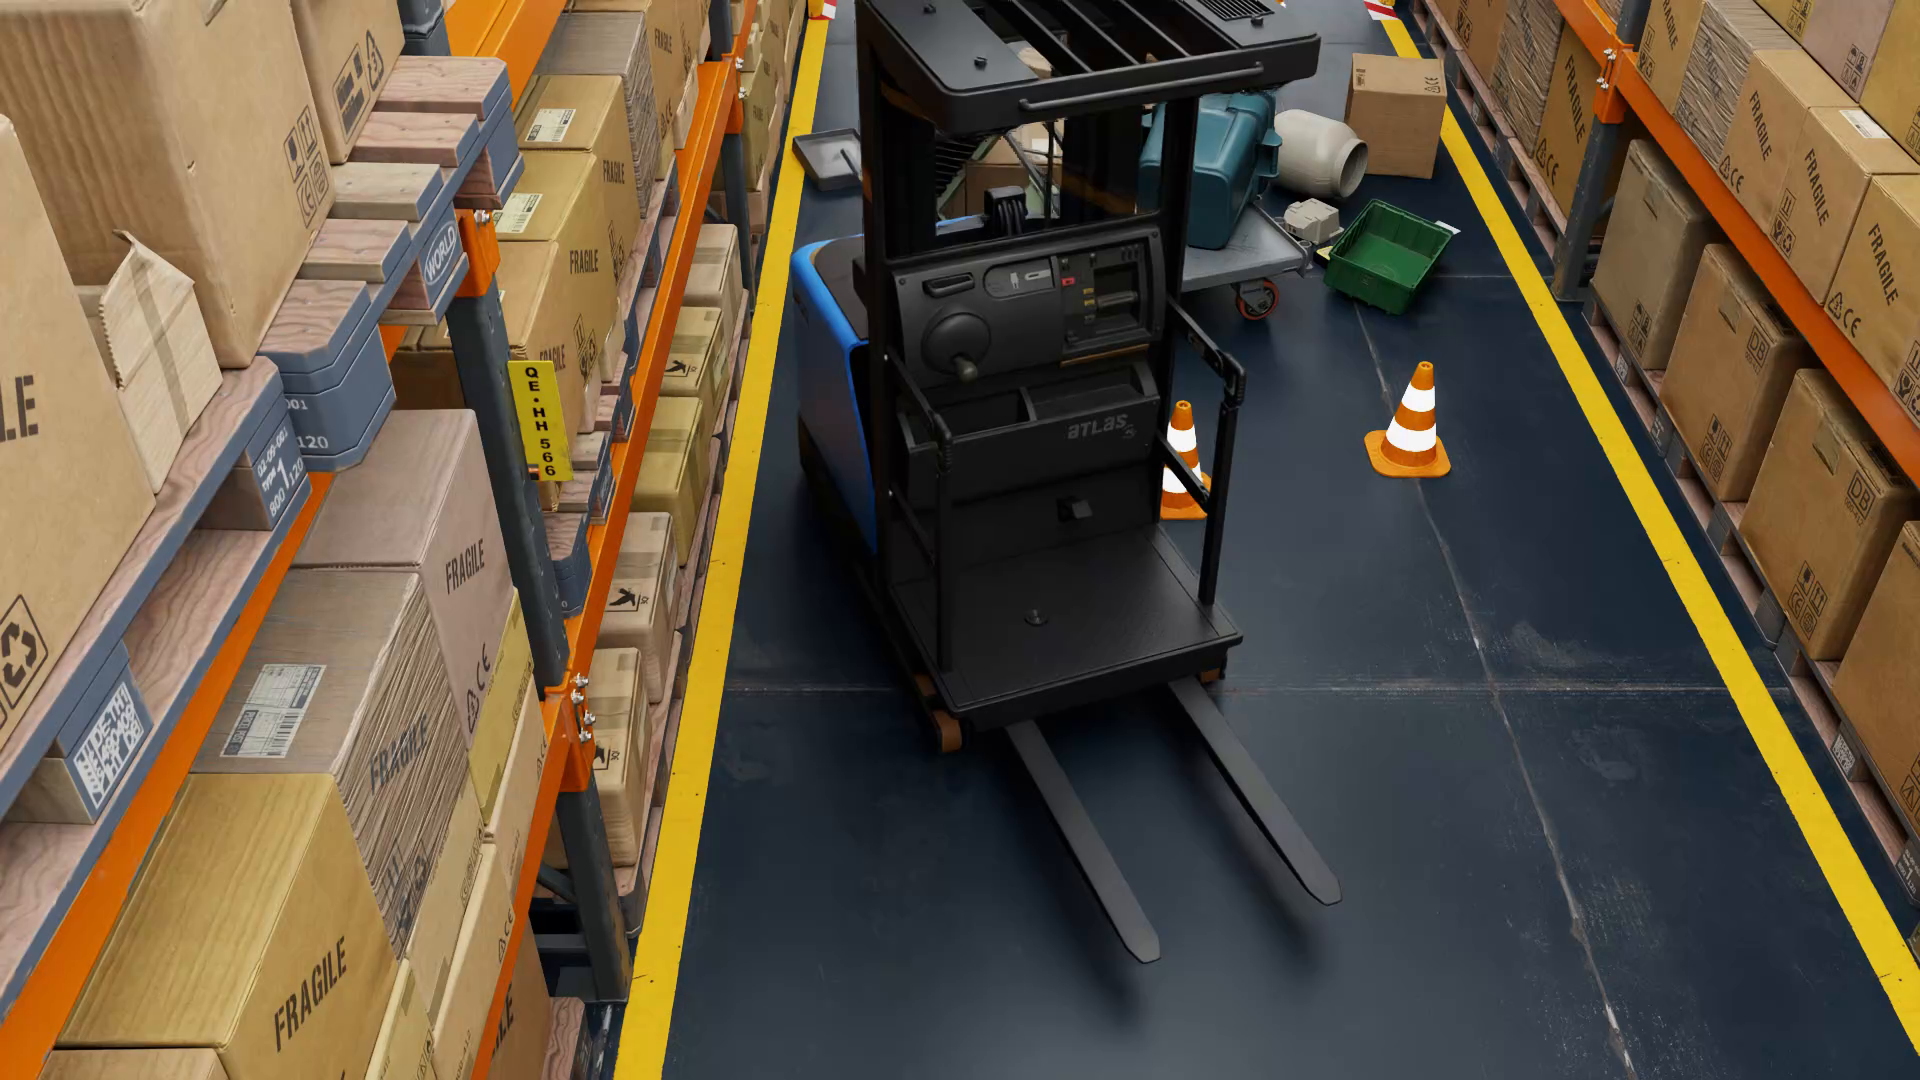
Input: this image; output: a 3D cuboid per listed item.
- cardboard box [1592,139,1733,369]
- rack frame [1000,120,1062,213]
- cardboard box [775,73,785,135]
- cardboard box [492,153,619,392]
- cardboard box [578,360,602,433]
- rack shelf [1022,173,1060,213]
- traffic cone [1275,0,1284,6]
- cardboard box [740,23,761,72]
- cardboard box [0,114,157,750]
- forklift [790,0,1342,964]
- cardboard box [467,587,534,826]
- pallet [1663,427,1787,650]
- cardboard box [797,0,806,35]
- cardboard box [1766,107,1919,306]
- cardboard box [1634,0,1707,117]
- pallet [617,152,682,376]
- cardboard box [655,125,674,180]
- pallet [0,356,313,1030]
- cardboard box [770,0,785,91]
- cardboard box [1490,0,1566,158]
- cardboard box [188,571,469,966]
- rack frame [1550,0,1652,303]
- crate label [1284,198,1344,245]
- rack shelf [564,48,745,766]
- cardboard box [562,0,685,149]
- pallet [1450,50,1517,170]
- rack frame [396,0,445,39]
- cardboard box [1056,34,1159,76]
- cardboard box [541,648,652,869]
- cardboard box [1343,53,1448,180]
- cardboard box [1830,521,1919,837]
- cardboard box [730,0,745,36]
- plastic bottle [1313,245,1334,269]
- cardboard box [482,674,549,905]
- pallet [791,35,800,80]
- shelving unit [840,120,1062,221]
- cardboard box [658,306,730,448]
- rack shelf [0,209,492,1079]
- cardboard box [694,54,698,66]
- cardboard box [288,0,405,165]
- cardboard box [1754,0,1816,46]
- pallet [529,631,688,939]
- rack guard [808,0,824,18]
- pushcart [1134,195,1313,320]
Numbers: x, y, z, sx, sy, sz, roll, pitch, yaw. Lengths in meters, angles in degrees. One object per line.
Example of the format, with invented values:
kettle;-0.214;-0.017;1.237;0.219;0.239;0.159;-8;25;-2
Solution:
cardboard box;3.536;-1.277;7.408;1.050;0.750;0.750;0;39;0
rack frame;0.355;-1.622;6.979;0.400;0.023;1.500;-4;56;-46
cardboard box;-1.251;-2.438;9.257;0.500;0.250;0.500;-1;39;-1
cardboard box;-1.277;-0.738;4.618;0.500;0.500;0.500;2;39;2
cardboard box;-1.236;-0.428;4.751;0.380;0.149;0.250;-2;39;-3
rack shelf;0.301;-1.141;7.060;0.431;0.720;0.370;-4;56;-46
traffic cone;2.021;-3.558;10.819;0.336;0.463;0.334;0;39;0
cardboard box;-1.176;-2.397;8.086;0.380;0.149;0.250;0;39;1
cardboard box;-1.208;-0.083;1.640;0.500;0.500;0.500;0;39;0
forklift;0.316;-0.693;5.271;1.130;2.935;3.031;-13;41;-16
cardboard box;-1.246;0.355;3.628;0.500;0.250;0.500;0;39;0
pallet;3.525;-0.044;6.636;1.003;0.211;1.213;0;39;0
cardboard box;-1.240;-3.385;10.438;0.500;0.250;0.500;0;39;0
cardboard box;3.176;-1.143;5.698;0.500;0.500;0.500;1;39;1
cardboard box;3.176;-2.089;6.878;0.500;0.500;0.500;0;39;0
pallet;-1.544;-0.974;5.720;1.003;0.211;1.213;0;39;0
cardboard box;-1.242;-1.419;5.987;0.380;0.149;0.250;0;39;0
pallet;-1.442;0.194;1.862;1.003;0.211;1.213;2;39;2
cardboard box;-1.247;-2.724;9.014;0.500;0.500;0.500;2;39;2
cardboard box;3.509;-2.671;9.048;0.875;0.875;0.875;0;39;0
cardboard box;-1.229;0.404;2.968;0.500;0.500;0.500;1;39;1
rack frame;3.445;-2.379;7.320;1.000;3.000;0.127;0;39;0
crate label;1.842;-1.679;8.736;0.298;0.136;0.250;-28;46;-30
rack shelf;-1.503;-0.781;5.901;1.077;0.370;4.000;0;39;0
cardboard box;-1.279;-1.710;5.832;0.500;0.500;0.500;1;39;1
pallet;3.518;-2.532;9.740;1.003;0.211;1.213;0;39;0
rack frame;-1.500;-2.152;2.240;1.000;3.000;0.127;0;39;0
cardboard box;1.024;-2.743;9.771;0.797;0.503;0.637;-28;46;-30
cardboard box;-1.491;0.697;5.247;0.950;0.372;0.625;-2;39;-3
cardboard box;2.417;-2.375;9.312;0.500;0.500;0.500;6;39;8
cardboard box;3.539;0.455;5.246;1.050;0.750;0.750;-1;39;-1
cardboard box;-1.185;-2.412;7.562;0.380;0.149;0.250;0;39;0
plastic bottle;1.935;-1.404;8.453;0.133;0.061;0.283;-20;43;-23
cardboard box;-1.240;0.563;3.768;0.500;0.250;0.500;-1;39;-2
pallet;-1.544;-3.170;10.537;1.003;0.211;1.213;0;39;0
shelving unit;0.150;-1.401;7.187;0.431;0.755;1.500;-4;56;-46
cardboard box;-1.498;-0.673;6.957;0.950;0.372;0.625;2;39;3
rack shelf;-1.498;0.550;1.842;1.077;0.370;4.000;0;39;0
cardboard box;-1.246;-1.892;6.577;0.380;0.149;0.250;-1;39;-1
cardboard box;-1.349;-0.950;2.720;0.797;0.503;0.637;-2;39;-3
cardboard box;3.454;-2.176;6.188;0.700;0.500;0.500;-1;39;-1
pallet;-1.500;0.788;5.597;1.003;0.211;1.213;0;39;0
rack guard;-1.510;-3.791;11.081;1.175;0.500;0.348;0;39;0
pushcart;0.775;-1.322;8.098;1.648;0.377;0.936;-13;40;-16
